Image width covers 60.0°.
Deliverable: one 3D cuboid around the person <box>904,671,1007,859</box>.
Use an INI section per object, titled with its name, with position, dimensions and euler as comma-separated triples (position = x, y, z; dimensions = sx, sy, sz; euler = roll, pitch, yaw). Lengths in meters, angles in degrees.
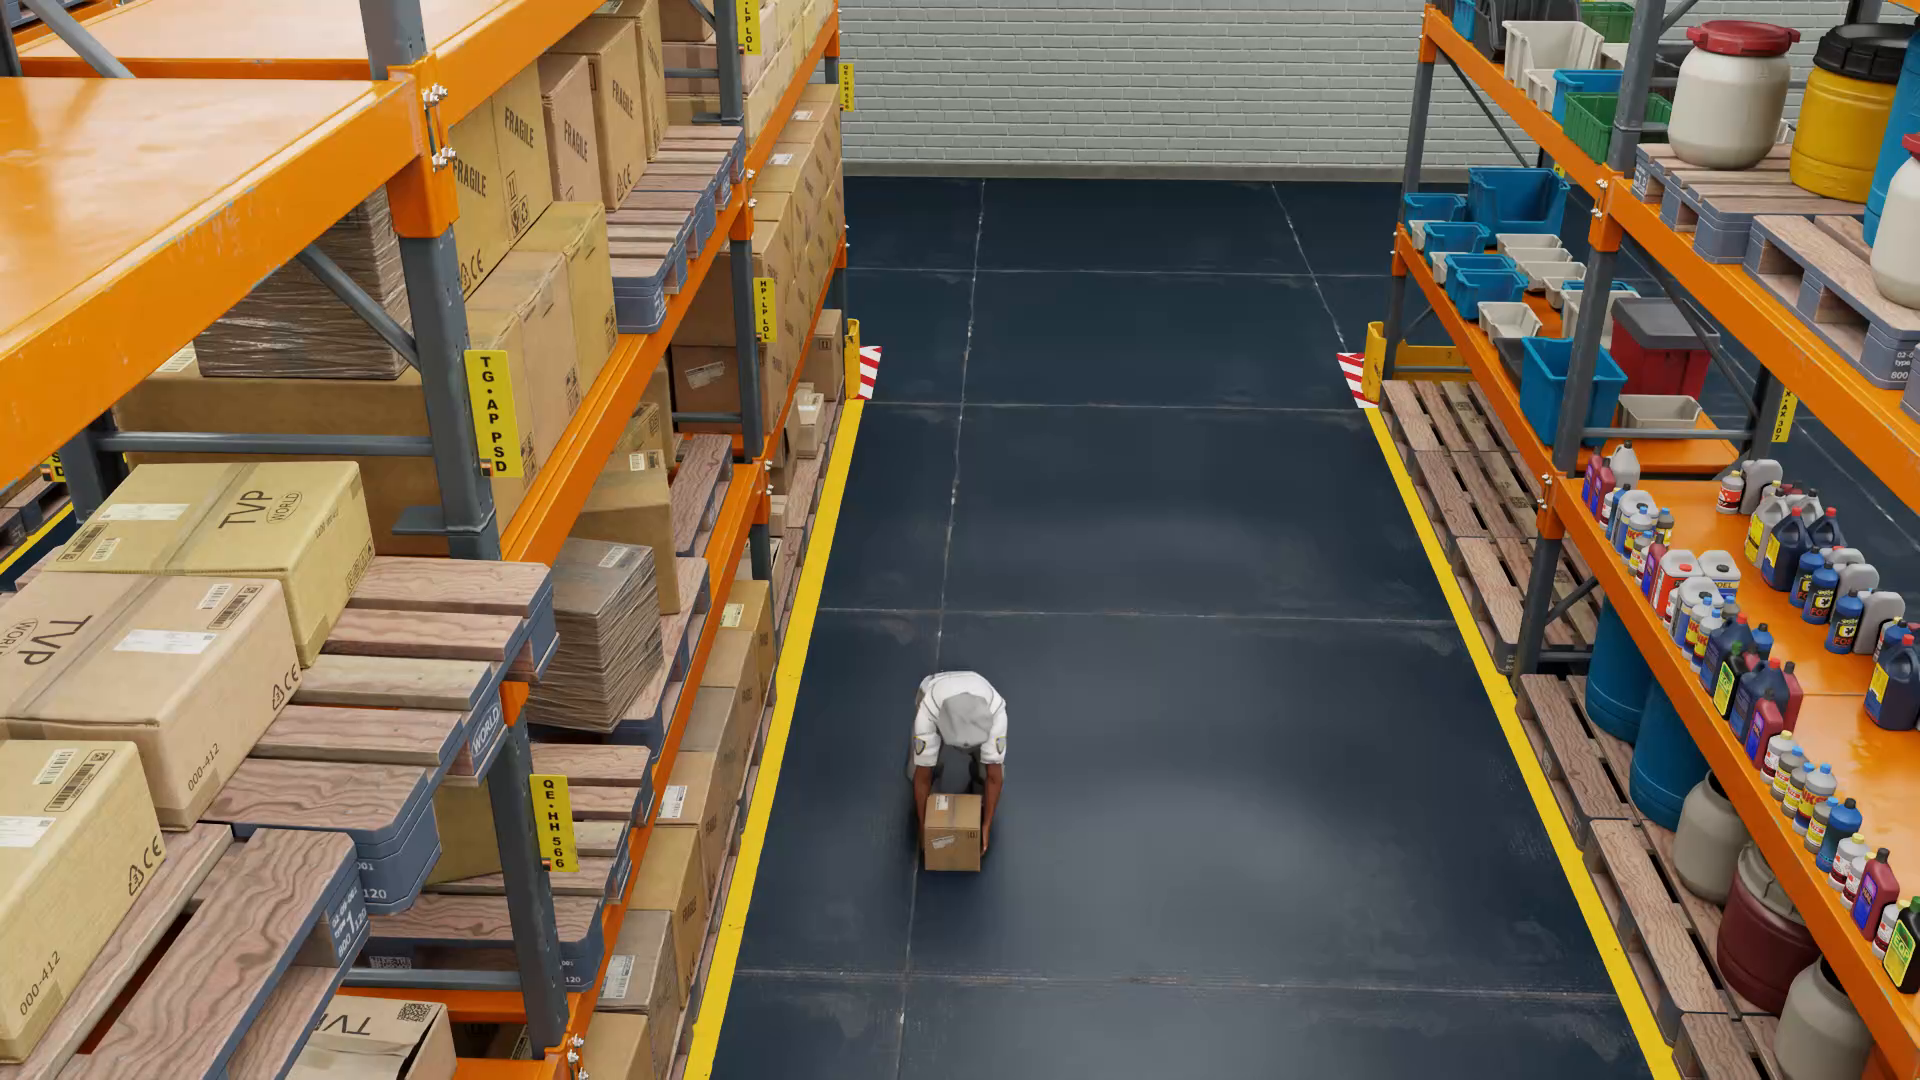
[person]
position = -0.019, 0.933, 7.774
dimensions = 0.479, 0.846, 0.869
euler = 1, 28, 2
